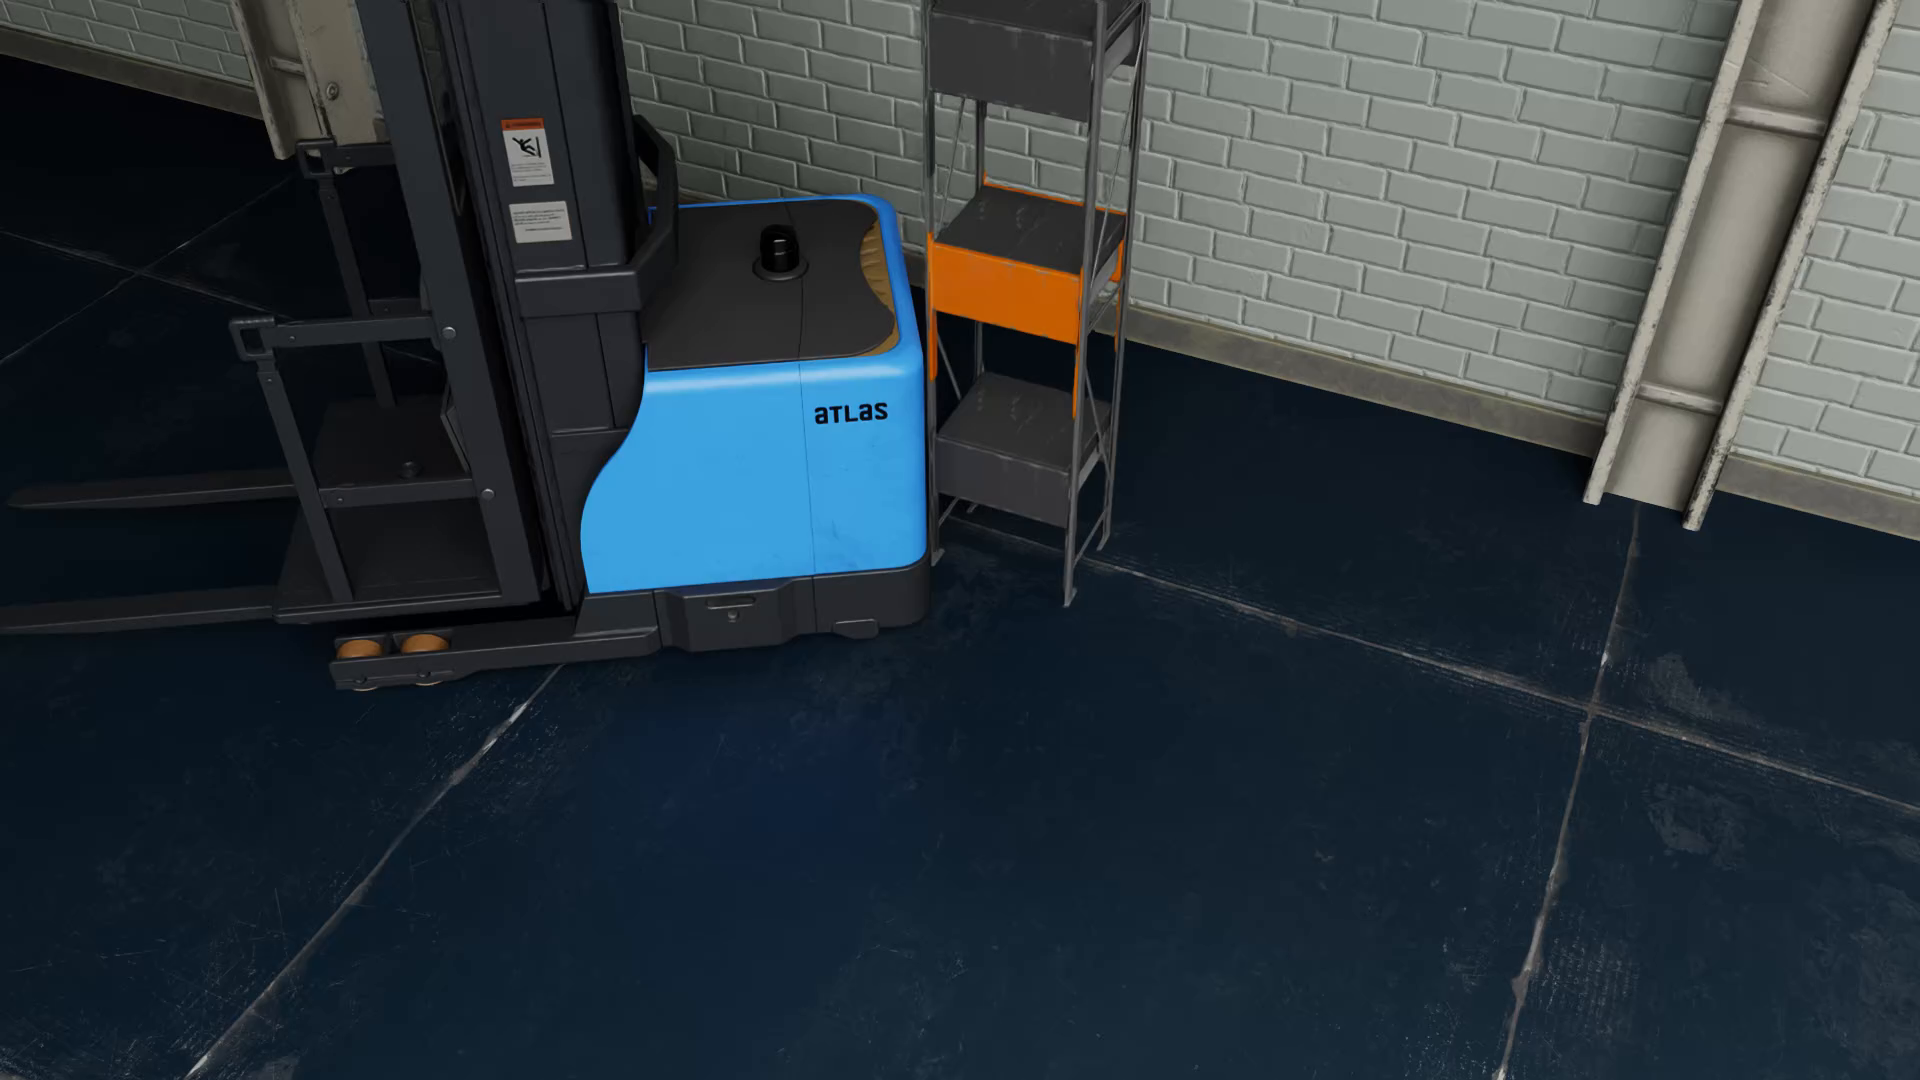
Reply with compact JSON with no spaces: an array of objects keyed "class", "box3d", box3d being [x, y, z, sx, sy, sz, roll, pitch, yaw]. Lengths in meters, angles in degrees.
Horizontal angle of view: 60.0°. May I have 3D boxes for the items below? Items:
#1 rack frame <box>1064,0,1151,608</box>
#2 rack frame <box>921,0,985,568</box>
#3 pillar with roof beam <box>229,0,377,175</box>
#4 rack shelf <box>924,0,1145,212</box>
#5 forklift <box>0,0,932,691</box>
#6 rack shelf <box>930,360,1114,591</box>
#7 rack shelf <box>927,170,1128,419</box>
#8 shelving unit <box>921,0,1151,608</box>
[{"class":"rack frame","box3d":[0.431,-0.691,4.944,0.015,2.100,0.400,16,44,18]},{"class":"rack frame","box3d":[-0.015,-0.821,5.094,0.015,2.100,0.400,16,44,18]},{"class":"pillar with roof beam","box3d":[-4.803,-2.682,1.973,0.400,9.000,9.100,17,44,19]},{"class":"rack shelf","box3d":[0.208,-1.274,4.569,0.480,0.518,0.431,16,44,18]},{"class":"forklift","box3d":[-1.648,-1.003,4.670,3.031,2.935,1.130,-5,41,-5]},{"class":"rack shelf","box3d":[0.208,-0.216,5.486,0.480,0.518,0.431,16,44,18]},{"class":"rack shelf","box3d":[0.208,-0.745,5.028,0.480,0.518,0.431,16,44,18]},{"class":"shelving unit","box3d":[0.208,-0.756,5.019,0.503,2.100,0.431,16,44,18]}]
